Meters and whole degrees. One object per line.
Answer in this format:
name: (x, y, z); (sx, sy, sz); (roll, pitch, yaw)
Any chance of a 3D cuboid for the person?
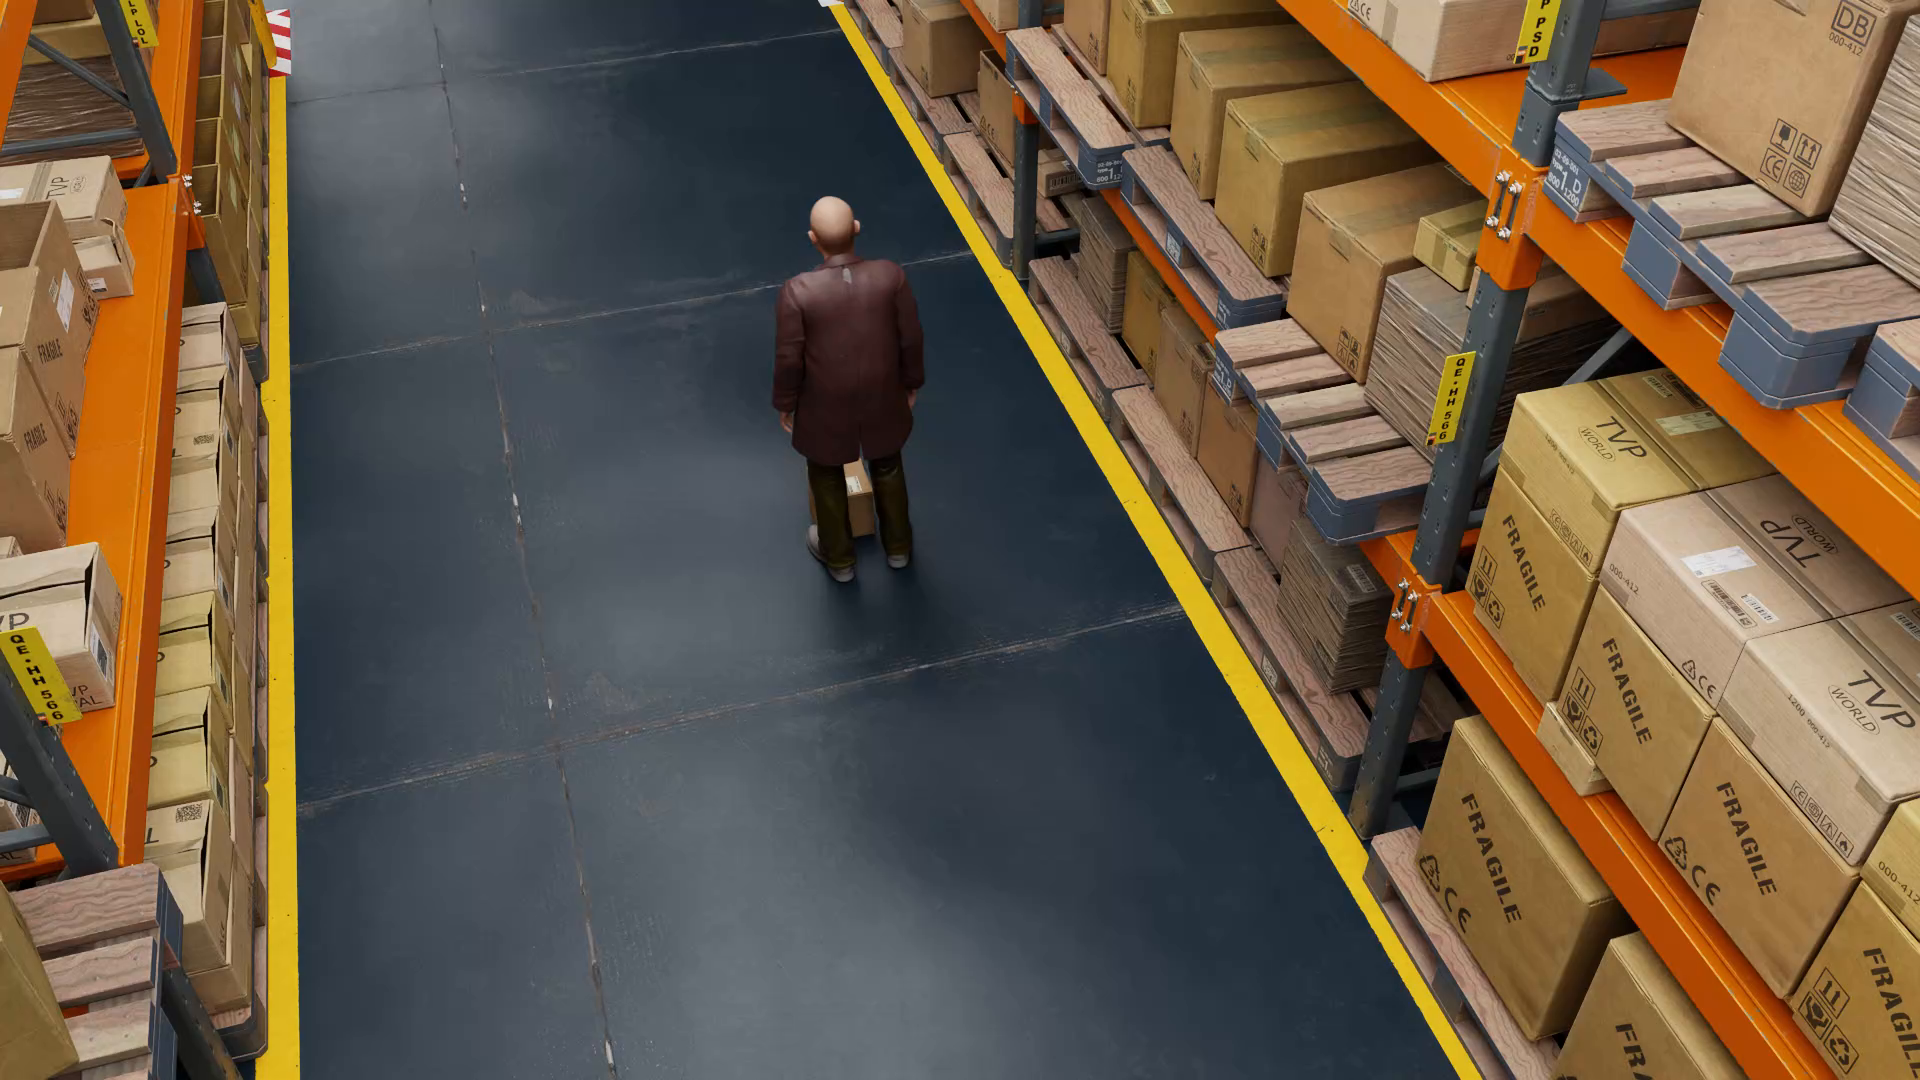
person: (-0.454, -0.595, 6.839); (0.644, 1.774, 0.427); (-12, 43, -13)
